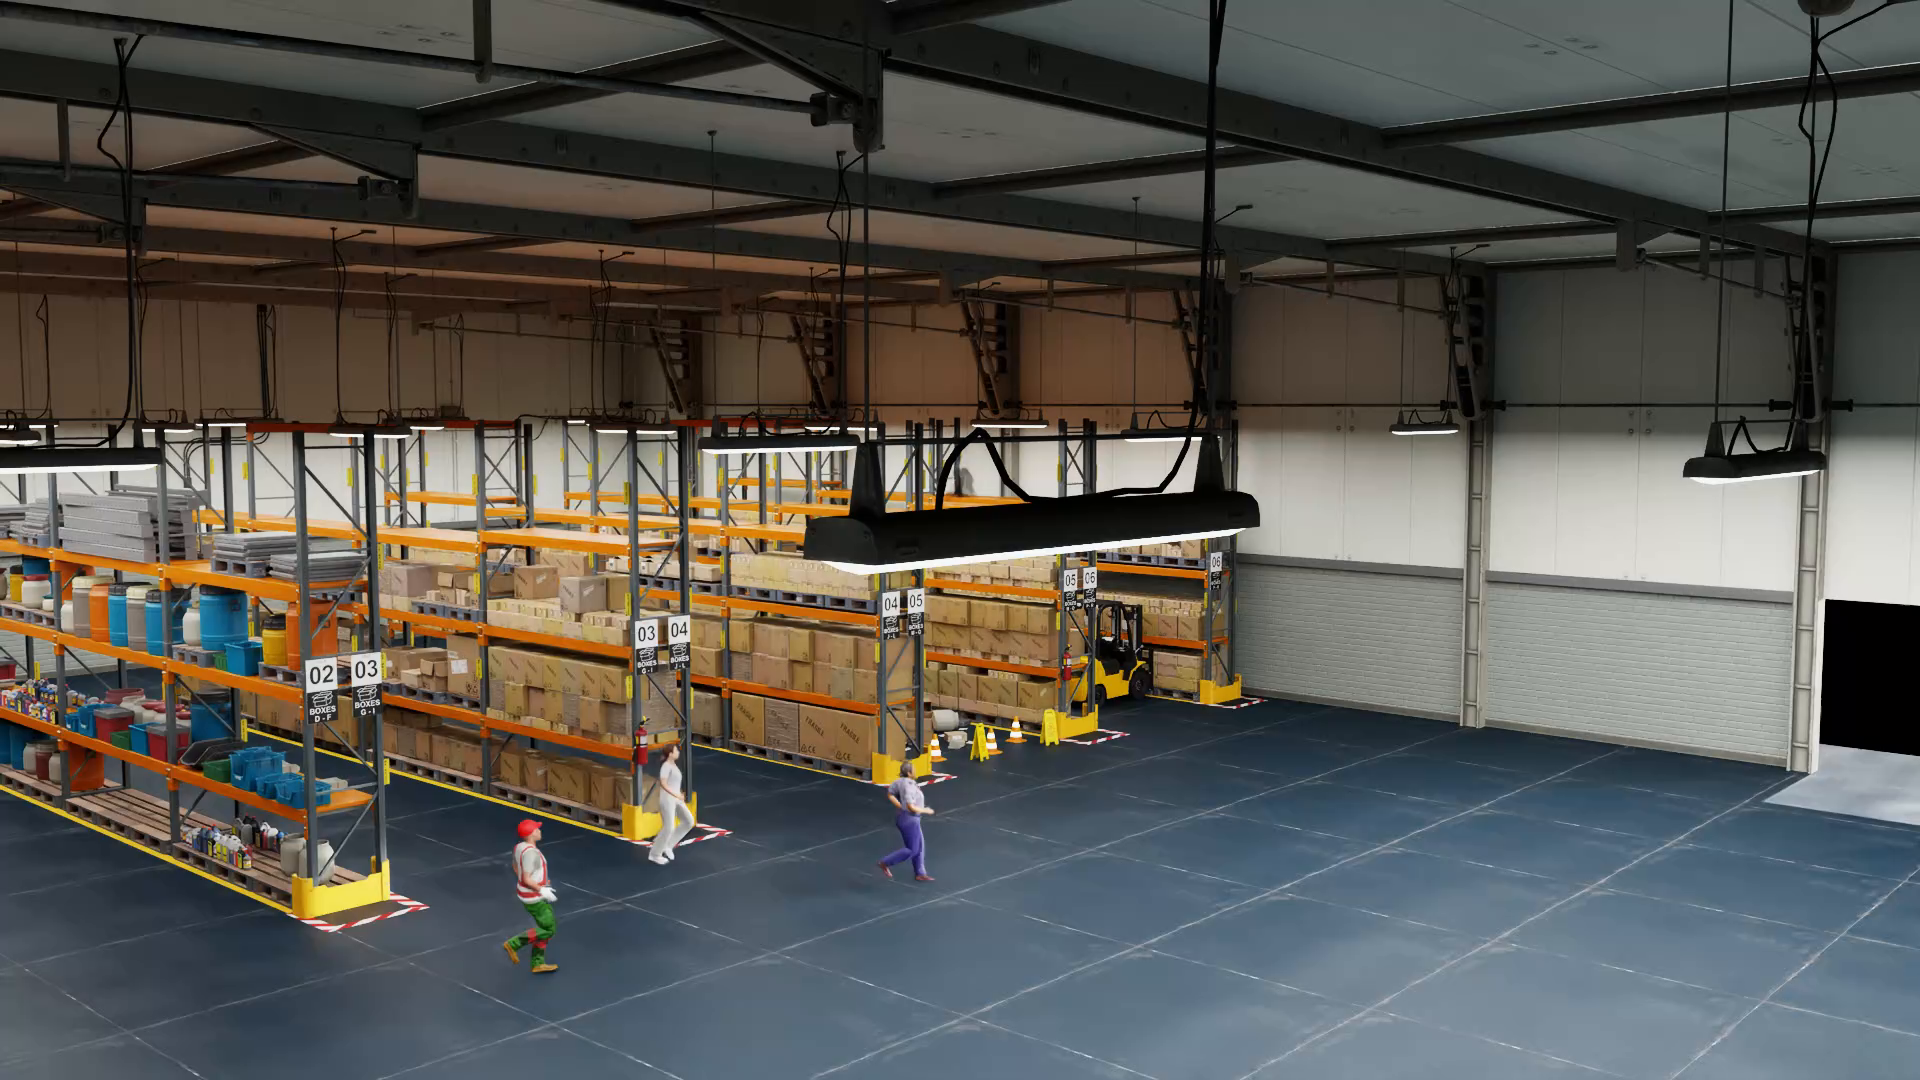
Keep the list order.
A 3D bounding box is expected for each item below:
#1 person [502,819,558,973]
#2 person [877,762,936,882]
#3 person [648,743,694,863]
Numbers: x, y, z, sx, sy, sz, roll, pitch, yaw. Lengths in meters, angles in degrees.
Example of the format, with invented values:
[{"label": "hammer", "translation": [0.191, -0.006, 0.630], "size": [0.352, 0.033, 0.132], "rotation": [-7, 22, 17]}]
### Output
[{"label": "person", "translation": [-4.794, 3.956, 18.451], "size": [0.620, 1.740, 0.655], "rotation": [-2, 5, -27]}, {"label": "person", "translation": [-0.717, 3.741, 21.918], "size": [0.841, 1.648, 0.607], "rotation": [-2, 5, -20]}, {"label": "person", "translation": [-3.998, 3.628, 23.131], "size": [0.588, 1.617, 0.624], "rotation": [1, 5, 8]}]
